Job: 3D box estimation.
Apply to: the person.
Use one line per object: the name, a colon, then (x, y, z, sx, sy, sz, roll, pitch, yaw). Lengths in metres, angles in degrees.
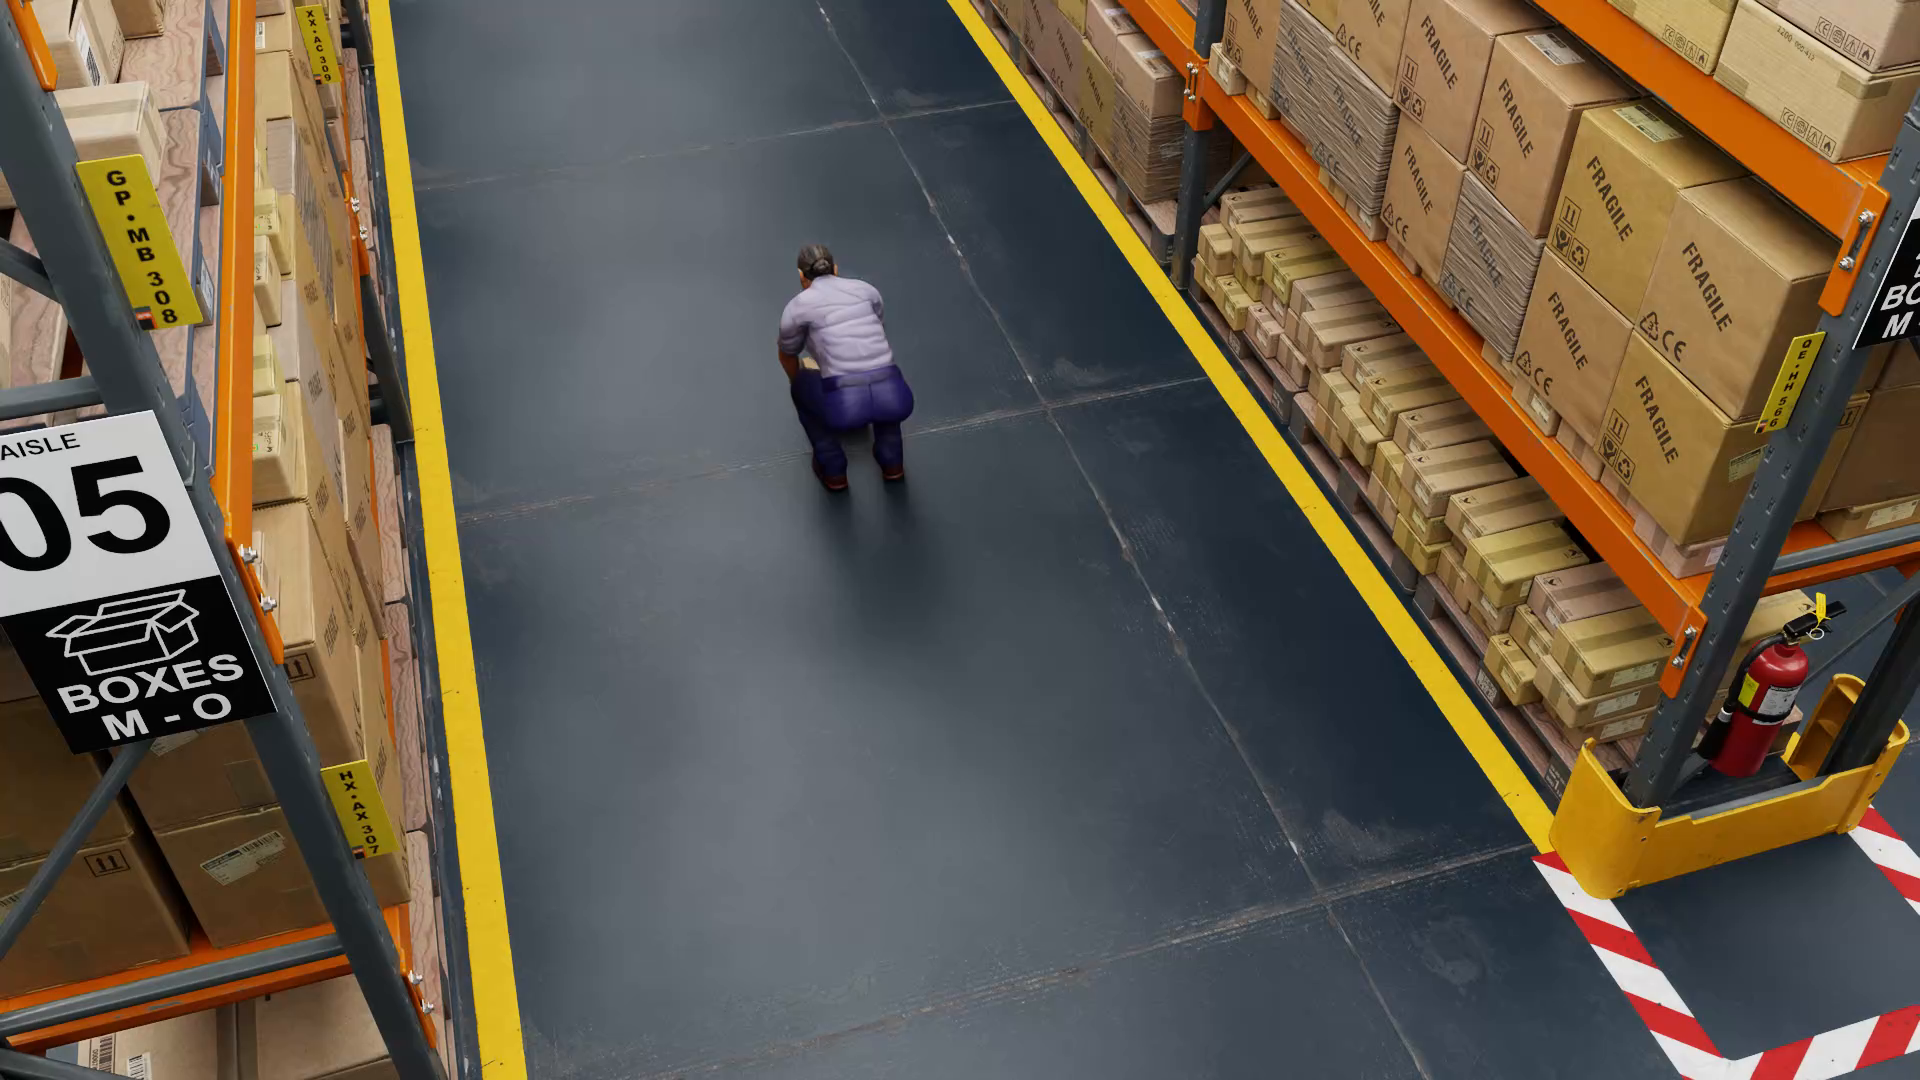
person: (-0.516, -0.747, 7.482, 0.526, 0.986, 0.803, -12, 44, -13)
